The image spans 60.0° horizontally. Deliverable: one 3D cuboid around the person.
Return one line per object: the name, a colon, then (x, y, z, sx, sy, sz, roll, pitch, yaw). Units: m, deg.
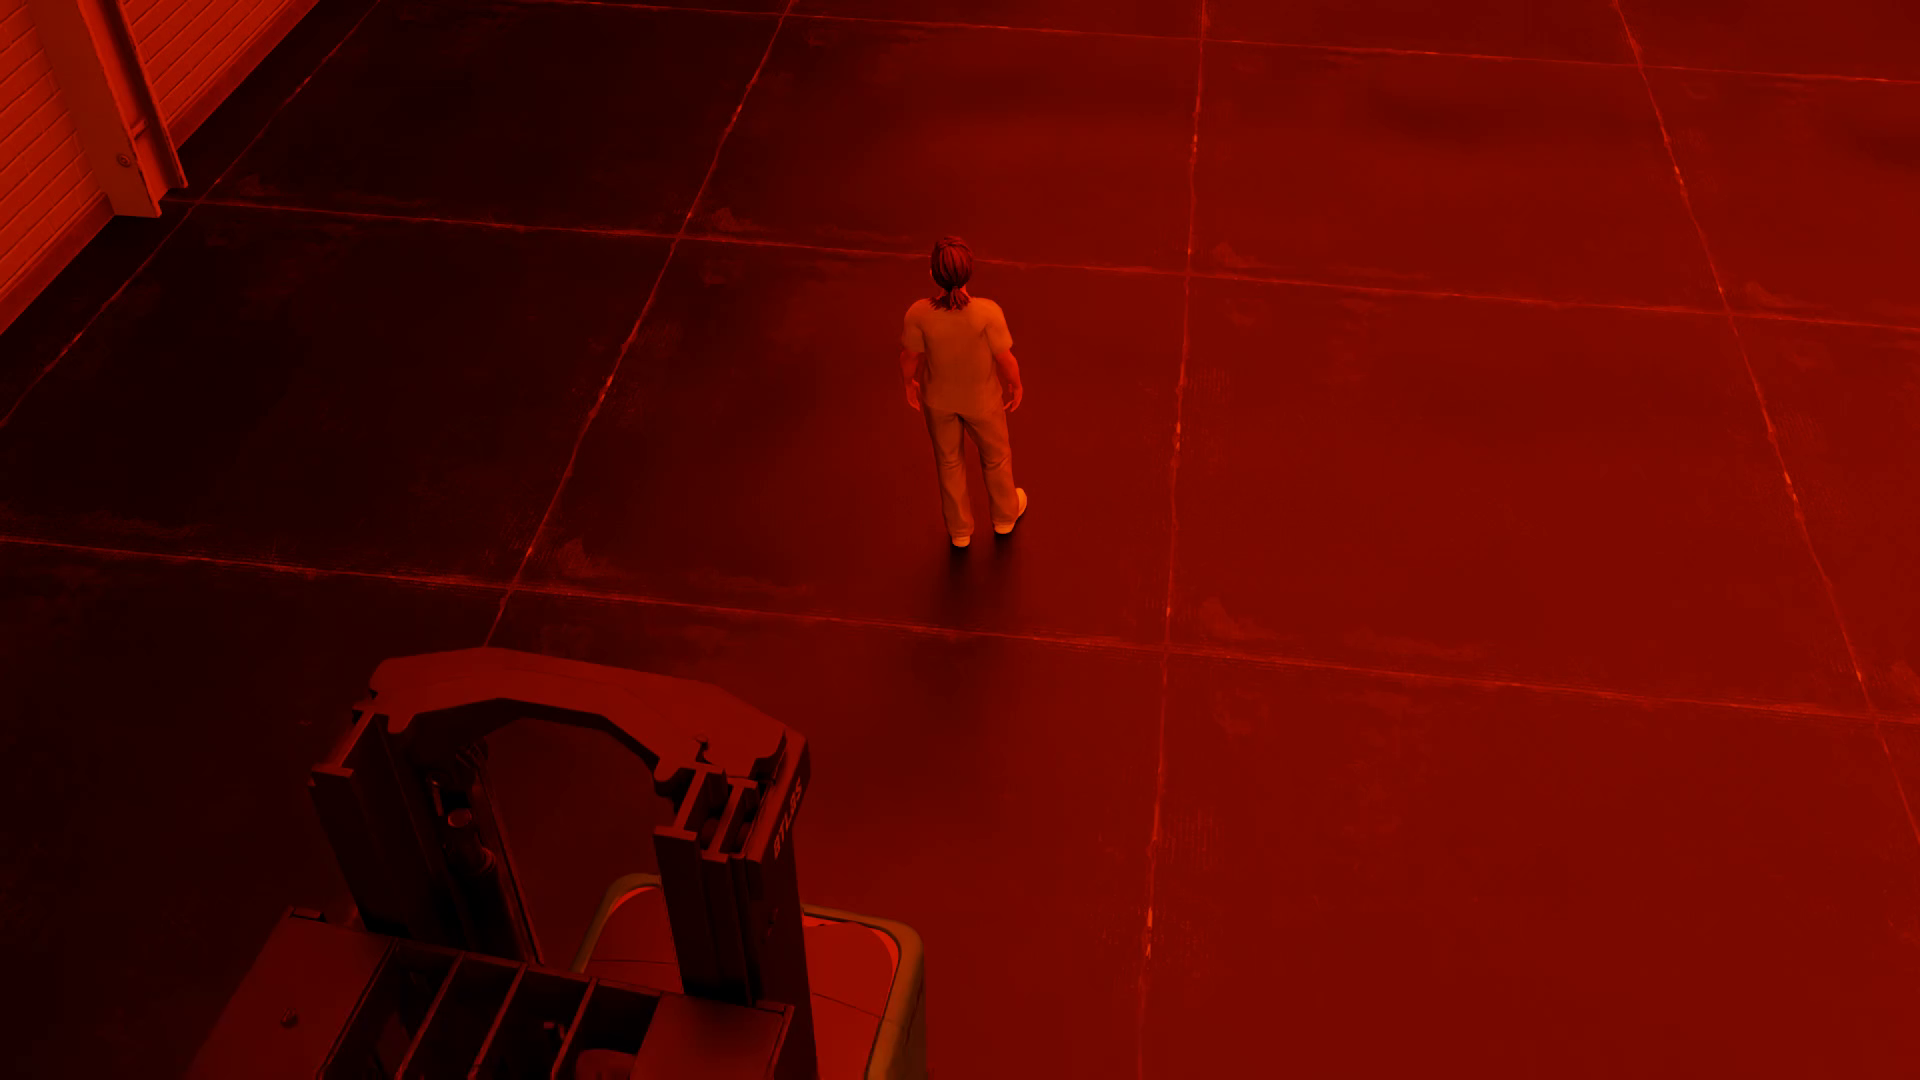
person: (0.023, -0.670, 7.371, 0.549, 1.676, 0.549, 5, 43, 6)

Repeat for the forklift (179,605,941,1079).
forklift: (-0.886, 1.700, 3.874, 1.130, 2.935, 3.031, 9, 43, 9)
